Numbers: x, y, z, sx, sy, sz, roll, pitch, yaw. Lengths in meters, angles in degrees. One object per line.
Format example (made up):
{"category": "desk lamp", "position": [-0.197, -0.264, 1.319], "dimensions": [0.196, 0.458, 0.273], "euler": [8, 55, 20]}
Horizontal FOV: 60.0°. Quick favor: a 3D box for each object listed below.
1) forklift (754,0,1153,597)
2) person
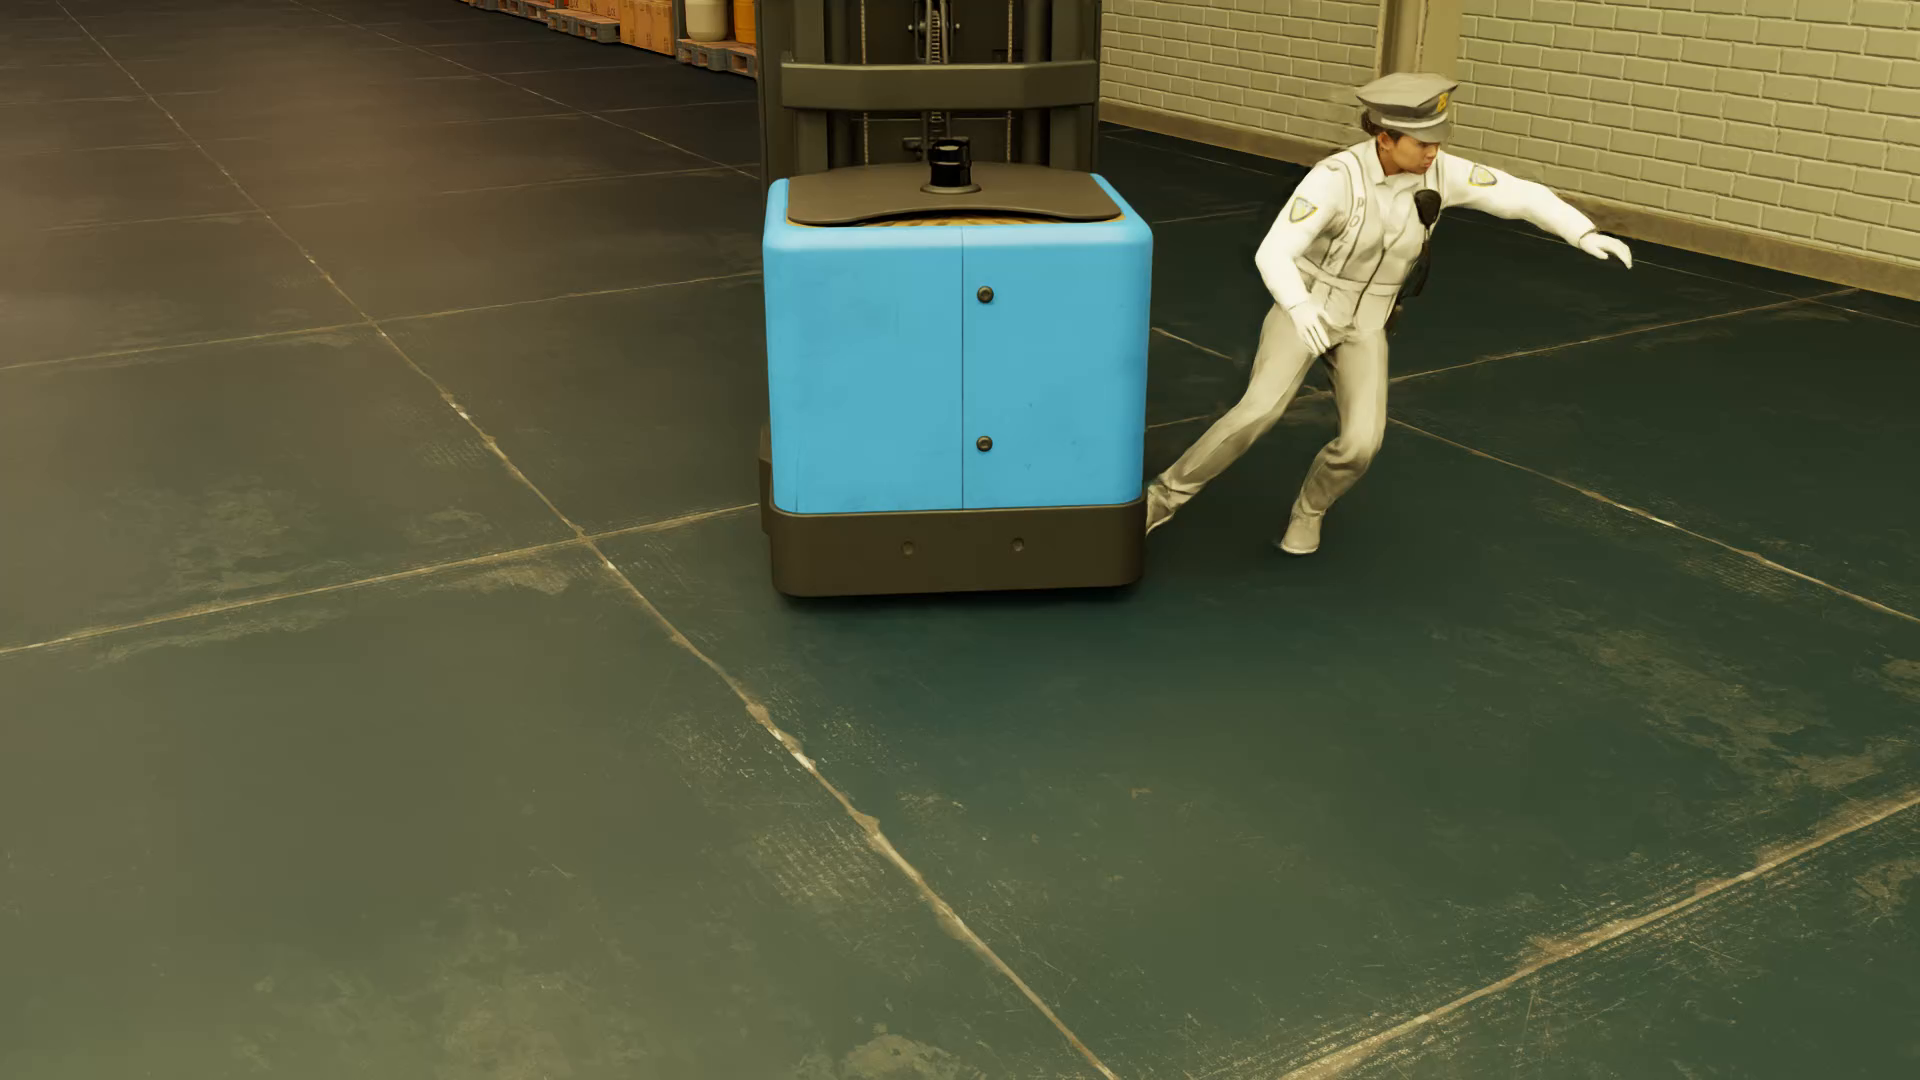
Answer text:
{"category": "forklift", "position": [-0.121, -1.719, 5.462], "dimensions": [1.130, 2.935, 3.031], "euler": [-2, 22, -5]}
{"category": "person", "position": [1.073, -0.583, 4.735], "dimensions": [1.335, 1.425, 0.794], "euler": [-5, 23, -12]}
